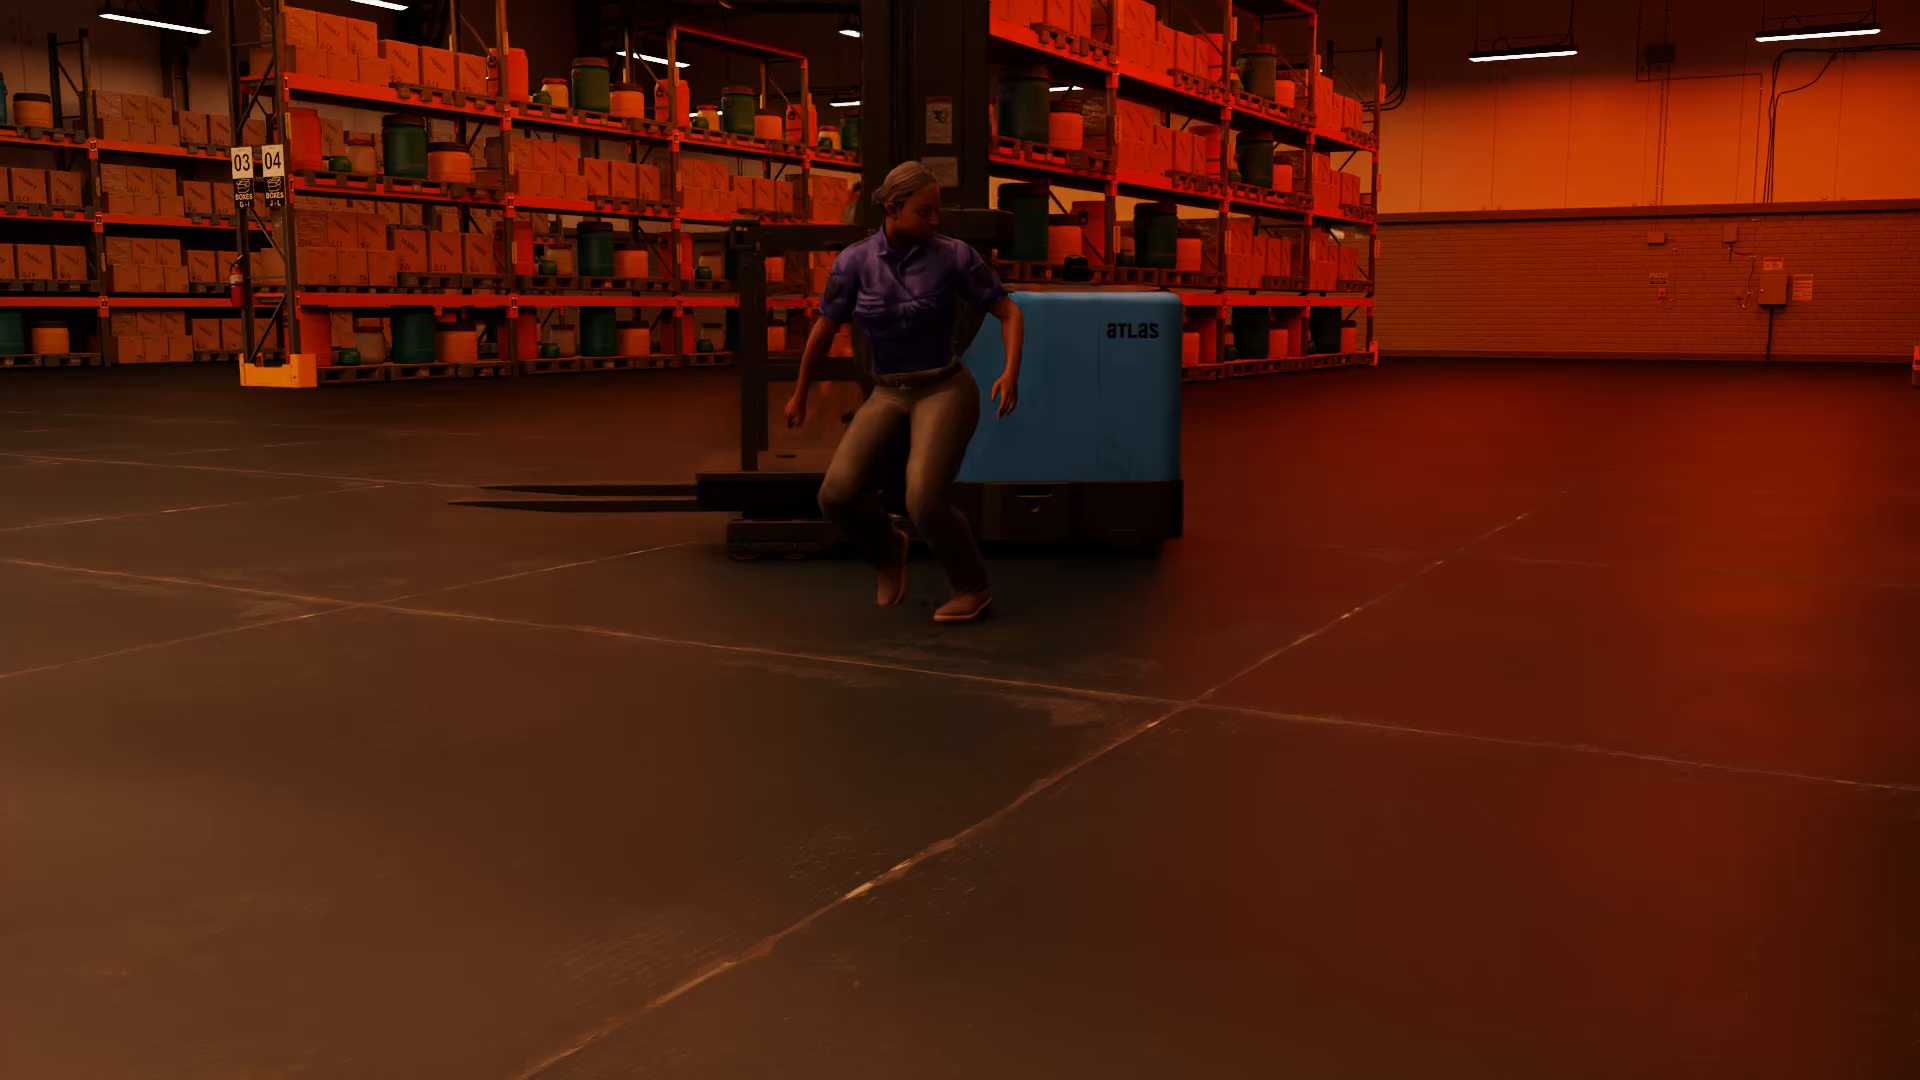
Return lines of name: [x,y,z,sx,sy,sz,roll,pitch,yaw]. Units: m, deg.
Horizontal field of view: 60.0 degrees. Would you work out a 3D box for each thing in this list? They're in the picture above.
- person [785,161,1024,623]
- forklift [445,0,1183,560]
person: [-0.191,-0.460,5.446,0.876,1.496,0.506,3,8,19]
forklift: [-0.616,-1.444,7.056,3.031,2.935,1.130,-1,8,-4]
